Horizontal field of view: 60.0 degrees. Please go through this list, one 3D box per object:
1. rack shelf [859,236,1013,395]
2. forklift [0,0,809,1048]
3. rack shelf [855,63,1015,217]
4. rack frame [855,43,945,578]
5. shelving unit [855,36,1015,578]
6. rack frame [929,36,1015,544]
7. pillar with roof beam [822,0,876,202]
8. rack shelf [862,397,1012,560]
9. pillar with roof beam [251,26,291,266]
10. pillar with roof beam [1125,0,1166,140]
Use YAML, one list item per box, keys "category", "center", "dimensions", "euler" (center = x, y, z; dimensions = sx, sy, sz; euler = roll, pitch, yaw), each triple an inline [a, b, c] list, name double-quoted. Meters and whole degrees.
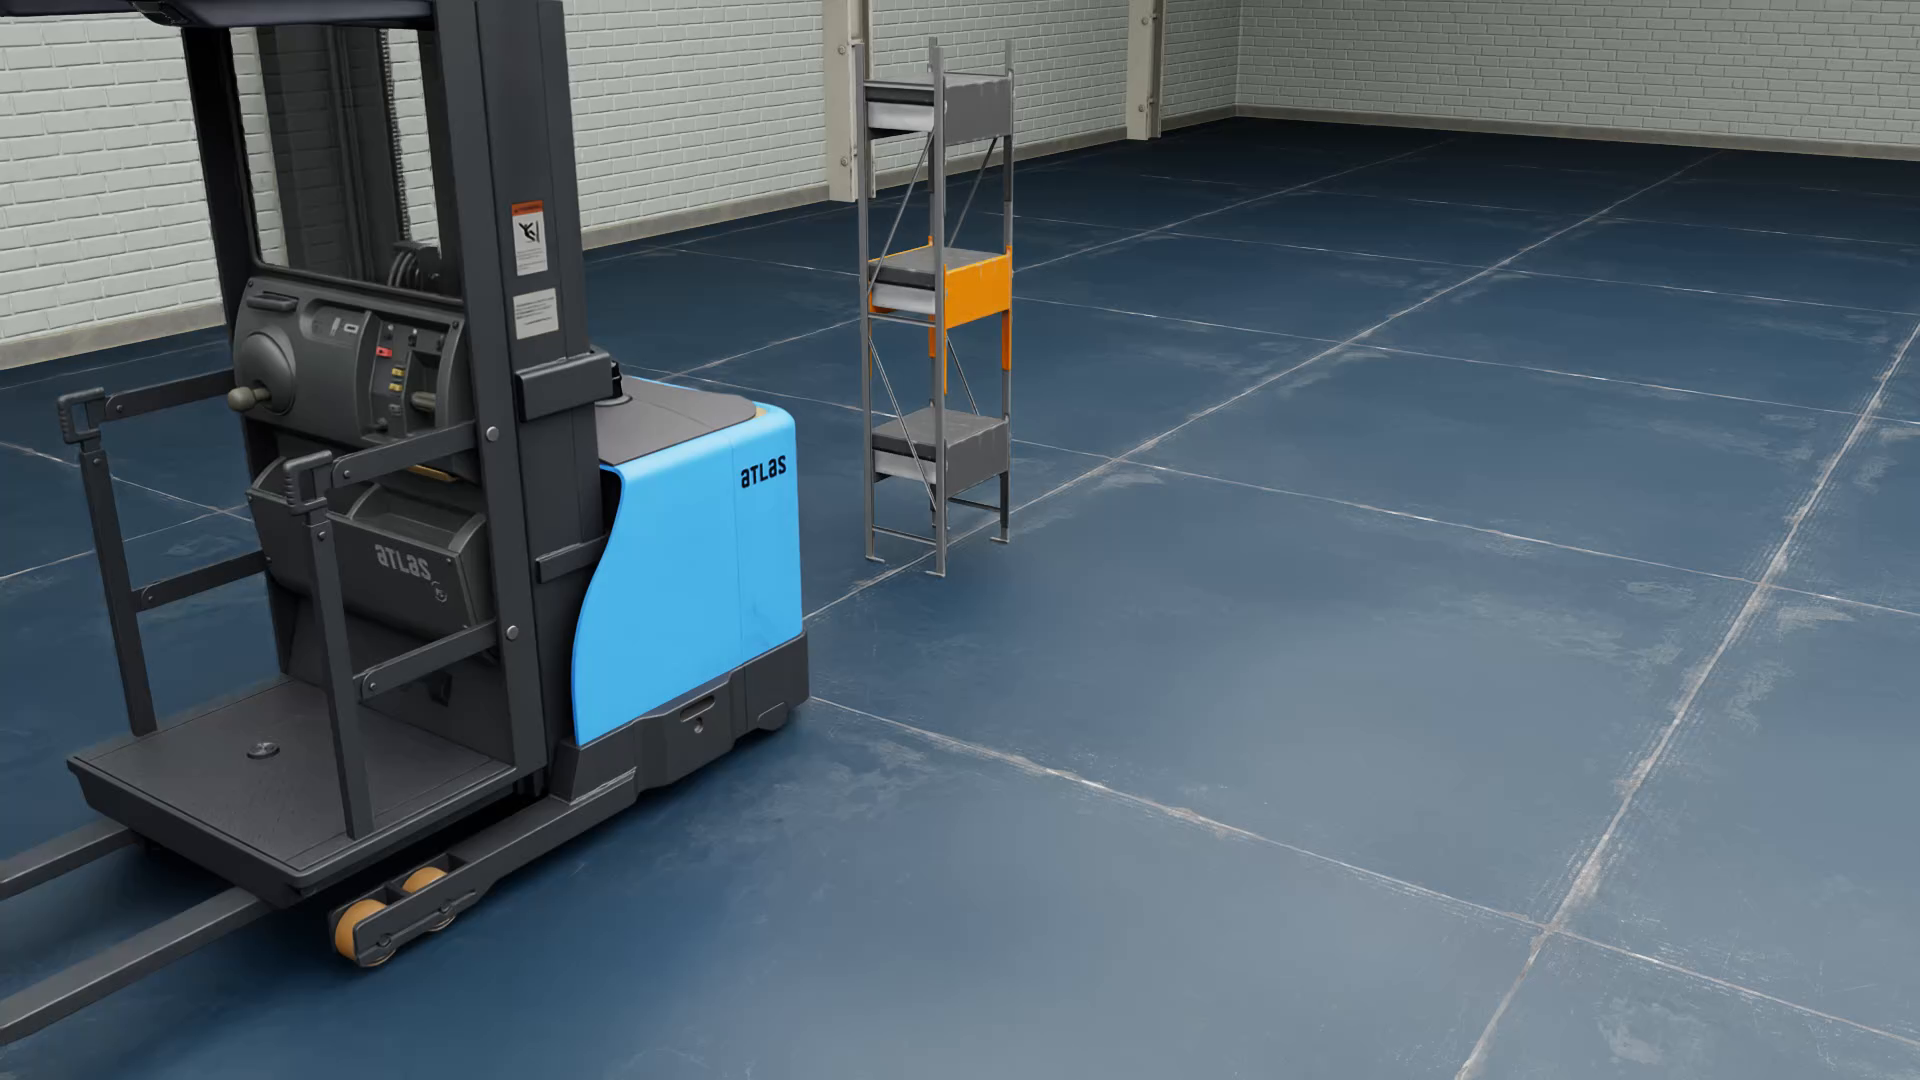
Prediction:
- category: "rack shelf"
  center: [-0.093, -0.925, 6.777]
  dimensions: [0.431, 0.518, 0.480]
  euler: [13, 24, 32]
- category: "forklift"
  center: [-1.770, -0.465, 4.297]
  dimensions: [1.130, 2.935, 3.031]
  euler: [14, 24, 33]
- category: "rack shelf"
  center: [-0.093, -1.581, 6.534]
  dimensions: [0.431, 0.518, 0.480]
  euler: [13, 24, 32]
- category: "rack frame"
  center: [-0.230, -0.867, 6.583]
  dimensions: [0.400, 2.100, 0.015]
  euler: [13, 24, 32]
- category: "shelving unit"
  center: [-0.093, -0.937, 6.772]
  dimensions: [0.431, 2.100, 0.503]
  euler: [13, 24, 32]
- category: "rack frame"
  center: [0.044, -1.007, 6.962]
  dimensions: [0.400, 2.100, 0.015]
  euler: [13, 24, 32]
- category: "pillar with roof beam"
  center: [2.495, -6.740, 12.515]
  dimensions: [9.100, 9.000, 0.400]
  euler: [13, 24, 32]
- category: "rack shelf"
  center: [-0.093, -0.268, 7.020]
  dimensions: [0.431, 0.518, 0.480]
  euler: [13, 24, 32]
- category: "pillar with roof beam"
  center: [-0.878, -5.018, 7.861]
  dimensions: [9.100, 9.000, 0.400]
  euler: [13, 24, 32]
- category: "pillar with roof beam"
  center: [5.868, -8.461, 17.169]
  dimensions: [9.100, 9.000, 0.400]
  euler: [13, 24, 32]
